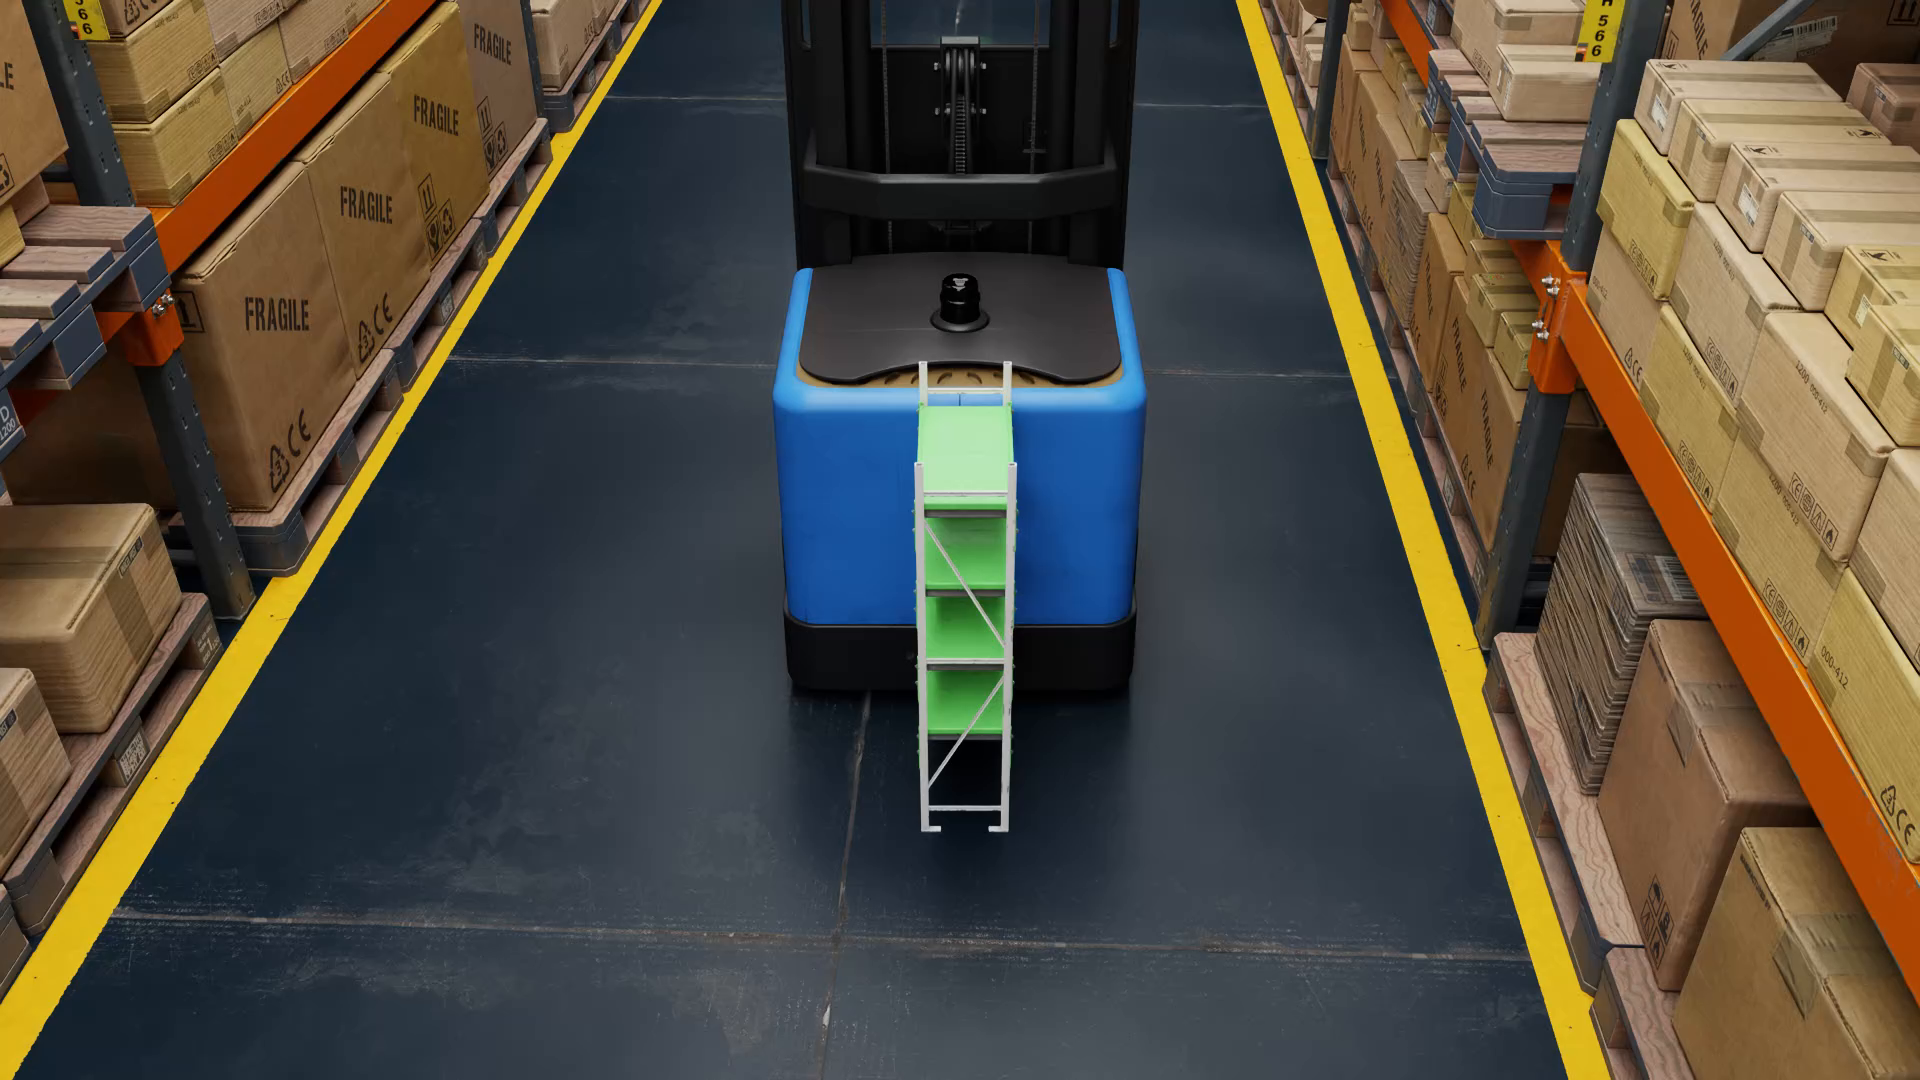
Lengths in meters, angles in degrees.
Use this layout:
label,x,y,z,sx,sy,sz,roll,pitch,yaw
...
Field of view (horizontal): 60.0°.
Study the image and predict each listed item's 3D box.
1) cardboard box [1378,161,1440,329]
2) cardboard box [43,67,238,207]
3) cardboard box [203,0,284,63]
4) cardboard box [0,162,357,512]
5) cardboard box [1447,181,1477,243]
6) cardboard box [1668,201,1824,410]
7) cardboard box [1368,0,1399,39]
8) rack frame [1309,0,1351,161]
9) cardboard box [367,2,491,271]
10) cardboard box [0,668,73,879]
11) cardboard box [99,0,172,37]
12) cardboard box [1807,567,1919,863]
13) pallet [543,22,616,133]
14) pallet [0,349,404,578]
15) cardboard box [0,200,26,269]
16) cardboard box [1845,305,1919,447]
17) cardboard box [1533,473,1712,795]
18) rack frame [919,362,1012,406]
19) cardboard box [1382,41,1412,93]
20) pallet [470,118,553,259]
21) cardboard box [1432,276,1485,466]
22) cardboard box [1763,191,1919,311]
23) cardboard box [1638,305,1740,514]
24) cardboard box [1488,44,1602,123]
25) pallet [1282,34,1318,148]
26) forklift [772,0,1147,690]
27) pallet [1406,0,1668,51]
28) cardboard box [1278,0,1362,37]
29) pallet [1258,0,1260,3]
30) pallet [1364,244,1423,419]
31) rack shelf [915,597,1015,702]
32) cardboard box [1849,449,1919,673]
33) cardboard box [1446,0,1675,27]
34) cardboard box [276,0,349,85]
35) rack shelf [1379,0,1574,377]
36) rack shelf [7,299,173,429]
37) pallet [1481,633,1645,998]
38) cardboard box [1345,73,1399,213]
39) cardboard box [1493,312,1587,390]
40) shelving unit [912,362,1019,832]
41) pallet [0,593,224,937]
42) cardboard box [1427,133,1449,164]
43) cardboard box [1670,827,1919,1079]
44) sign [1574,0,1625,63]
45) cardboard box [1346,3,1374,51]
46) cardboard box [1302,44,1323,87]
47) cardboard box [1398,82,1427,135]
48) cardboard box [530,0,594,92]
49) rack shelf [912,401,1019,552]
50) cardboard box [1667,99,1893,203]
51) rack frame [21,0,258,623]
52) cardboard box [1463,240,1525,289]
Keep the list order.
label,x,y,z,sx,sy,sz,roll,pitch,yaw
cardboard box,2.000,-1.178,6.626,0.500,0.500,0.500,0,35,0
cardboard box,-2.542,-1.221,5.008,0.500,0.250,0.500,1,35,1
cardboard box,-2.524,-1.732,5.301,0.500,0.250,0.500,2,35,3
cardboard box,-2.703,-0.704,5.626,0.875,0.875,0.875,1,35,1
cardboard box,2.013,-1.200,6.093,0.380,0.149,0.250,1,35,1
cardboard box,1.863,-0.500,3.549,0.500,0.250,0.500,2,35,3
cardboard box,2.064,-2.378,7.511,0.380,0.149,0.250,0,35,0
rack frame,2.307,-3.192,7.683,1.000,3.000,0.127,1,35,2
cardboard box,-2.626,-1.730,7.085,0.875,0.875,0.875,2,35,3
cardboard box,-2.868,0.645,4.143,0.950,0.372,0.625,1,35,1
cardboard box,-2.549,-1.734,4.652,0.500,0.500,0.500,0,35,0
cardboard box,1.823,0.300,2.846,0.500,0.250,0.500,2,35,3
pallet,-2.544,-2.599,9.264,1.003,0.211,1.213,1,35,2
pallet,-2.706,-0.317,6.017,1.003,0.211,1.213,1,35,2
cardboard box,-2.530,-0.726,4.028,0.380,0.149,0.250,2,35,3
cardboard box,1.798,-0.282,2.892,0.380,0.149,0.250,2,35,3
cardboard box,2.108,0.264,4.466,0.875,0.625,0.625,2,35,3
rack frame,0.014,0.032,4.661,0.240,1.200,0.015,0,35,0
cardboard box,2.094,-2.098,7.371,0.380,0.149,0.250,0,35,-1
pallet,-2.608,-1.719,8.012,1.003,0.211,1.213,1,35,2
cardboard box,1.979,-0.578,5.773,0.500,0.500,0.500,1,35,1
cardboard box,1.847,-0.572,3.304,0.380,0.149,0.250,2,35,2
cardboard box,1.859,-0.295,3.691,0.500,0.250,0.500,1,35,1
cardboard box,1.789,-1.349,4.914,0.380,0.149,0.250,2,35,3
pallet,2.336,-2.446,9.047,1.003,0.211,1.213,1,35,2
forklift,0.000,-1.561,5.423,1.130,2.935,3.031,0,35,0
pallet,2.220,-1.933,6.059,1.003,0.211,1.213,1,35,2
cardboard box,2.234,-3.204,9.508,0.700,0.500,0.500,0,35,0
pallet,2.434,-3.848,11.041,1.003,0.211,1.213,1,35,2
pallet,2.266,-0.880,6.819,1.003,0.211,1.213,1,35,2
rack shelf,0.014,0.224,4.498,0.258,0.148,0.480,0,35,0
cardboard box,1.829,0.094,2.703,0.500,0.250,0.500,2,35,3
cardboard box,2.027,-2.050,5.603,0.797,0.503,0.637,1,35,1
cardboard box,-2.512,-1.817,5.857,0.500,0.250,0.500,2,35,3
rack shelf,2.227,-1.749,6.255,1.077,0.370,4.000,1,35,2
rack shelf,-2.894,0.437,3.145,1.077,0.370,4.000,1,35,2
pallet,2.074,0.719,4.543,1.003,0.211,1.213,1,35,2
cardboard box,2.051,-1.762,7.458,0.500,0.500,0.500,1,35,1
cardboard box,1.913,-0.598,5.237,0.380,0.149,0.250,0,35,0
shelving unit,0.014,0.172,4.461,0.258,1.200,0.503,0,35,0
pallet,-2.846,0.583,4.736,1.003,0.211,1.213,1,35,2
cardboard box,2.055,-1.499,6.519,0.380,0.149,0.250,1,35,2
cardboard box,2.063,1.026,3.381,0.875,0.625,0.625,0,35,0
sign,1.604,-1.342,4.113,0.100,0.325,0.005,1,35,2
cardboard box,2.027,-2.407,7.810,0.380,0.149,0.250,3,35,4
cardboard box,2.036,-2.524,8.847,0.380,0.149,0.250,0,35,0
cardboard box,2.049,-1.798,6.944,0.380,0.149,0.250,1,35,2
cardboard box,-2.520,-2.786,8.969,0.875,0.438,0.875,1,35,1
rack shelf,0.014,-0.168,4.222,0.258,0.148,0.480,0,35,0
cardboard box,1.830,-0.871,3.729,0.380,0.149,0.250,2,35,3
rack frame,-2.813,-1.007,4.573,1.000,3.000,0.127,1,35,2
cardboard box,1.948,-0.906,5.675,0.380,0.149,0.250,0,35,0
